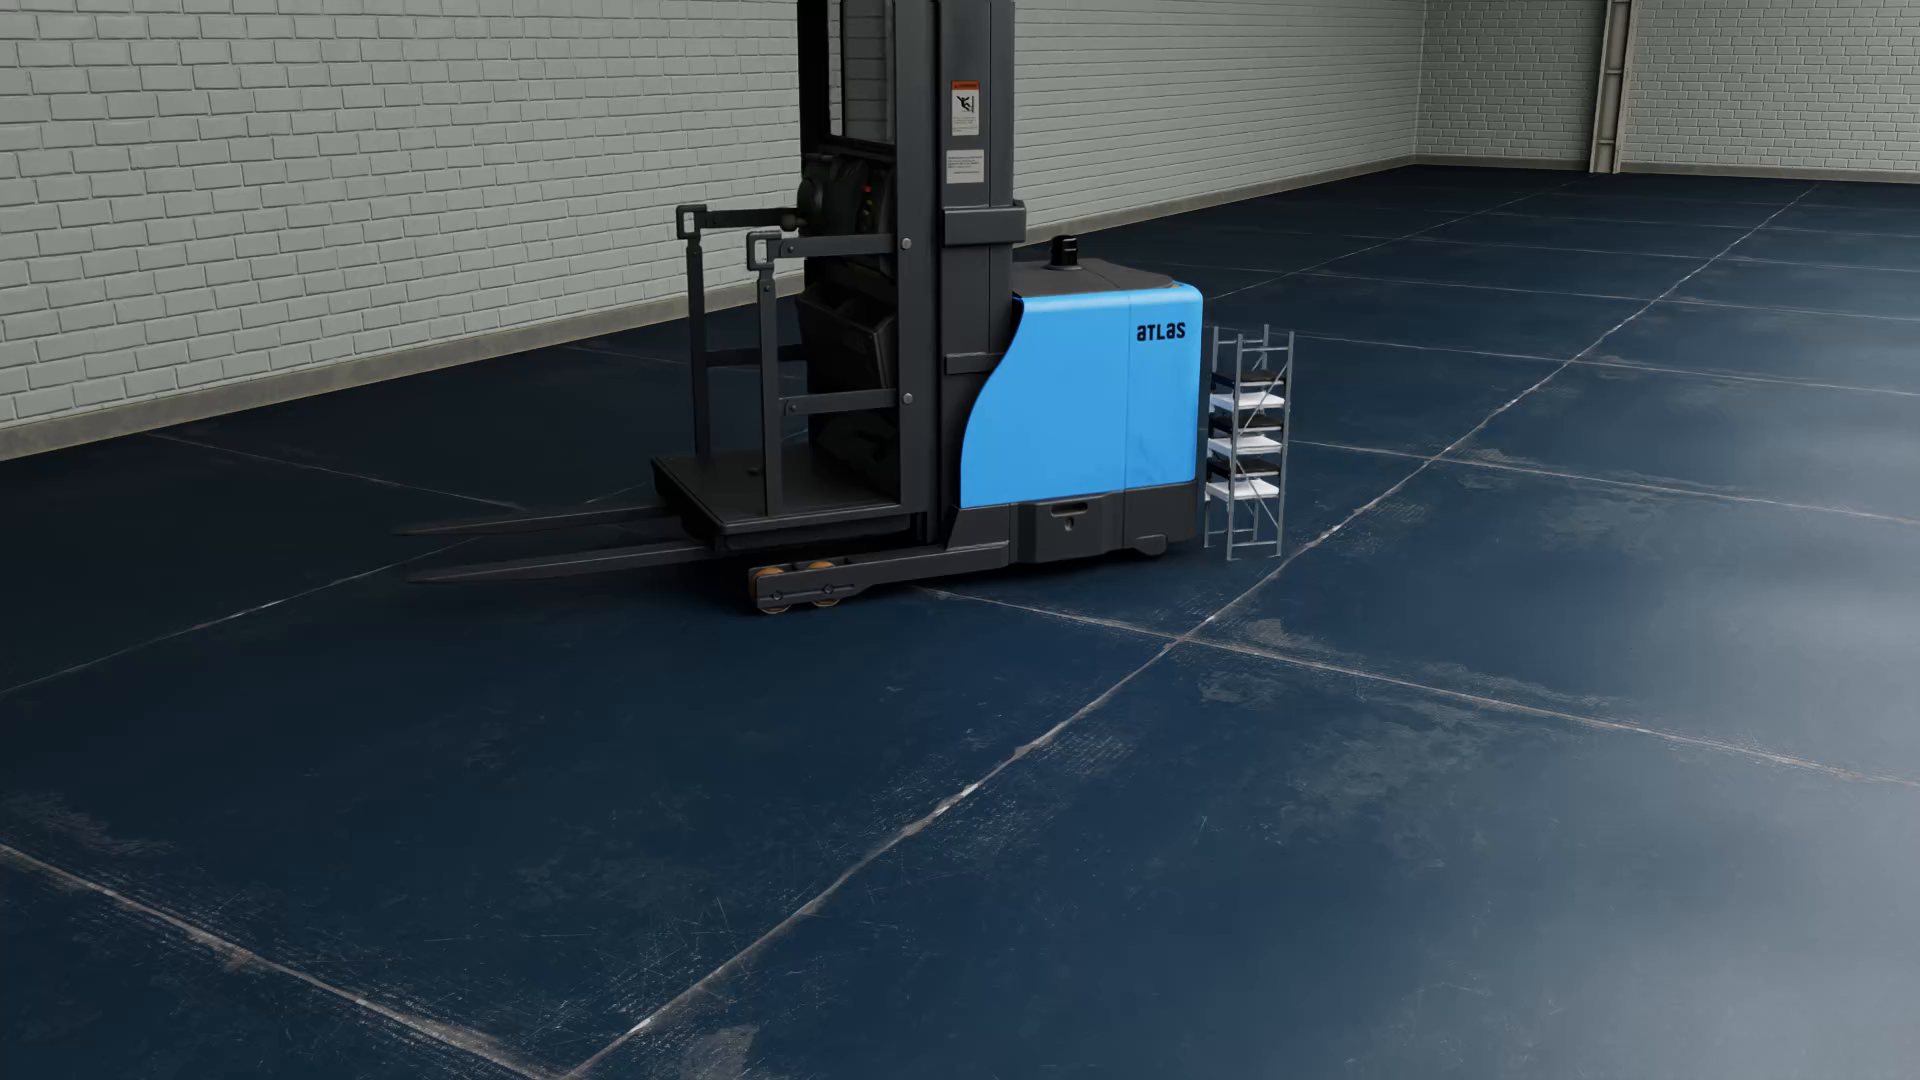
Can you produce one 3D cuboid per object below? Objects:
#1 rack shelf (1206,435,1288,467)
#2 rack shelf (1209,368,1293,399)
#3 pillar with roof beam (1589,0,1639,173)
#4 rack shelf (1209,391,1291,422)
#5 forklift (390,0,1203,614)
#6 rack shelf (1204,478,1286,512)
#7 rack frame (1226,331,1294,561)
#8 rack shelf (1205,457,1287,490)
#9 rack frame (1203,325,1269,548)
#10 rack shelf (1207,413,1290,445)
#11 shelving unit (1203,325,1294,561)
[{"bbox_3d":[1.137,-0.353,6.592,0.258,0.077,0.200,-4,16,-17],"label":"rack shelf"},{"bbox_3d":[1.139,-0.614,6.522,0.258,0.077,0.200,-4,16,-17],"label":"rack shelf"},{"bbox_3d":[7.568,-8.847,20.524,0.400,9.000,9.100,10,20,30],"label":"pillar with roof beam"},{"bbox_3d":[1.138,-0.527,6.546,0.258,0.077,0.200,-4,16,-17],"label":"rack shelf"},{"bbox_3d":[-0.614,-1.308,6.145,3.031,2.935,1.130,-7,18,-22],"label":"forklift"},{"bbox_3d":[1.136,-0.179,6.639,0.258,0.077,0.200,-4,16,-17],"label":"rack shelf"},{"bbox_3d":[1.169,-0.360,6.490,0.240,0.900,0.006,-4,16,-17],"label":"rack frame"},{"bbox_3d":[1.136,-0.266,6.615,0.258,0.077,0.200,-4,16,-17],"label":"rack shelf"},{"bbox_3d":[1.106,-0.411,6.677,0.240,0.900,0.006,-4,16,-17],"label":"rack frame"},{"bbox_3d":[1.138,-0.440,6.569,0.258,0.077,0.200,-4,16,-17],"label":"rack shelf"},{"bbox_3d":[1.137,-0.385,6.583,0.258,0.900,0.210,-4,16,-17],"label":"shelving unit"}]
